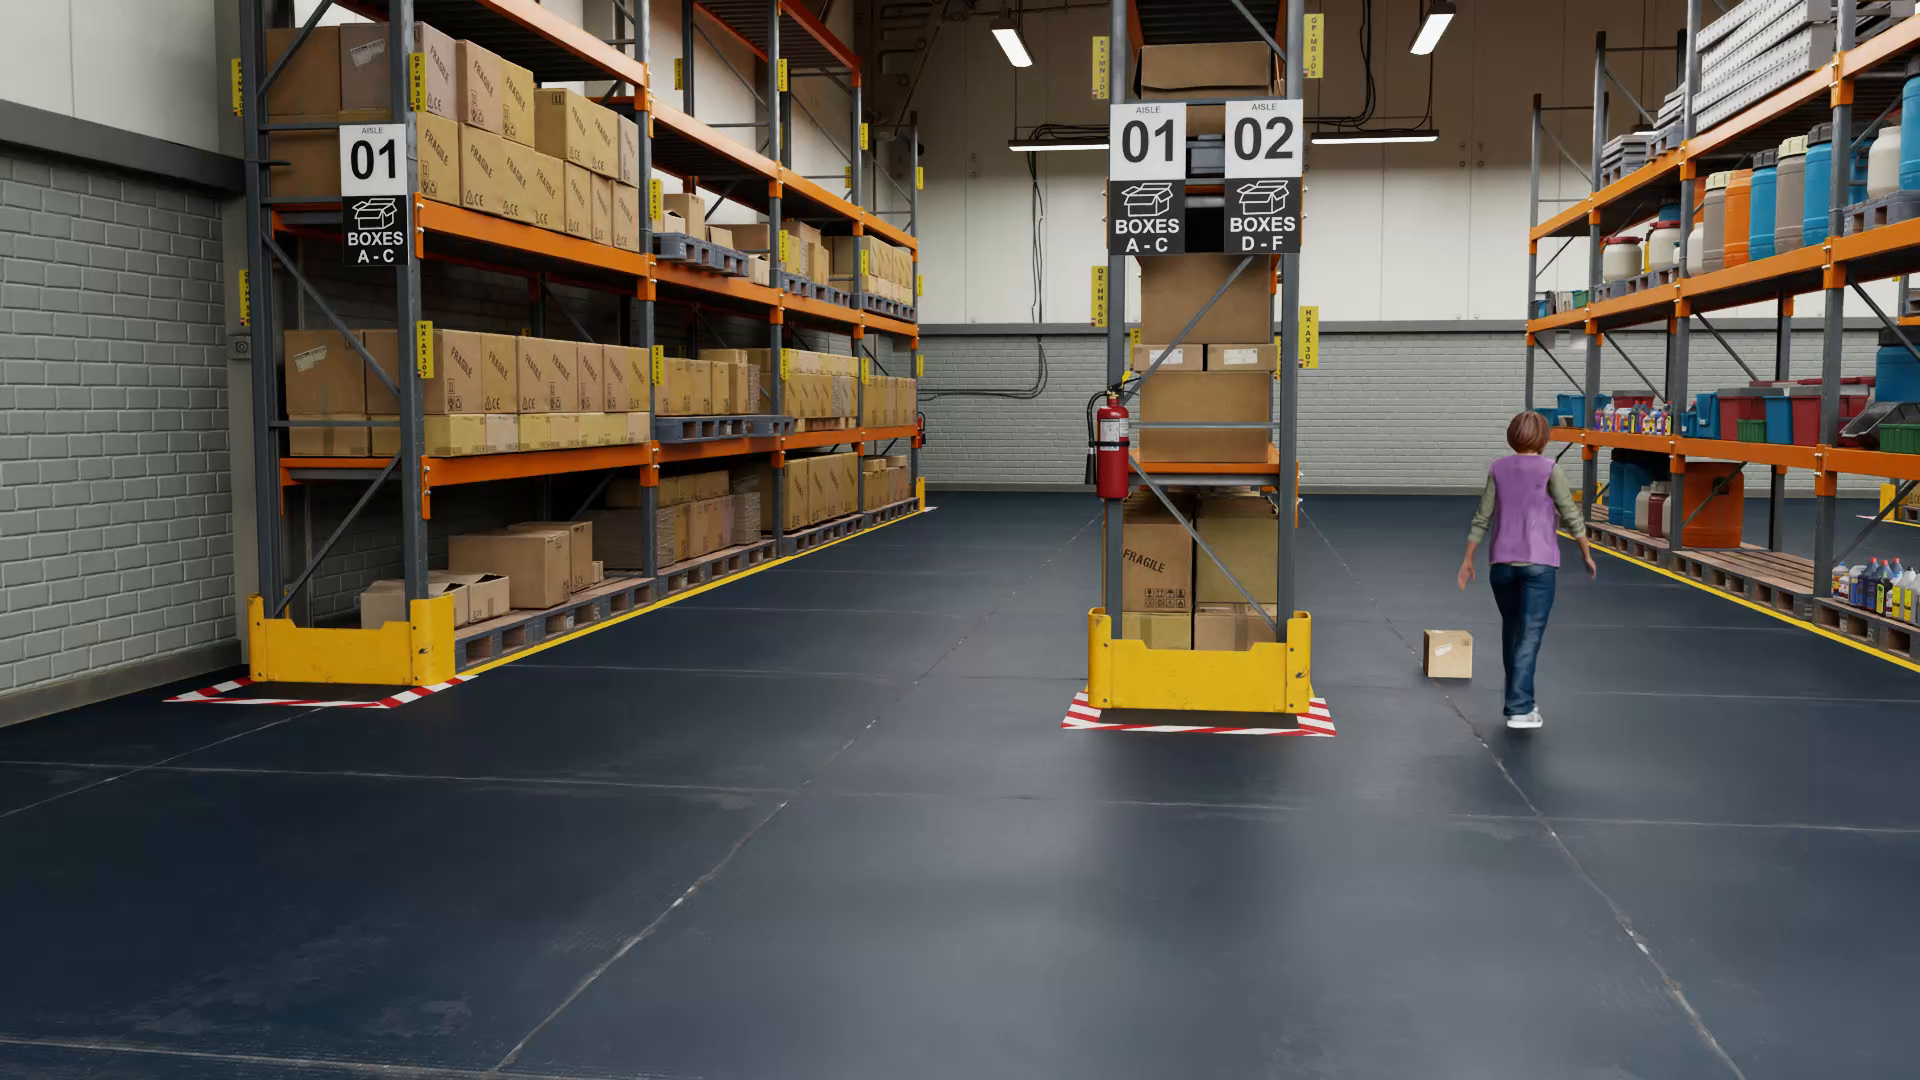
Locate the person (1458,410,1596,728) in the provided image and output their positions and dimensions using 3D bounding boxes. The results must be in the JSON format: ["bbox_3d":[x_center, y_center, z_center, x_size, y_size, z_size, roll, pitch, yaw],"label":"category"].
[{"bbox_3d":[2.845,0.141,8.367,0.561,1.585,0.790,4,6,40],"label":"person"}]
